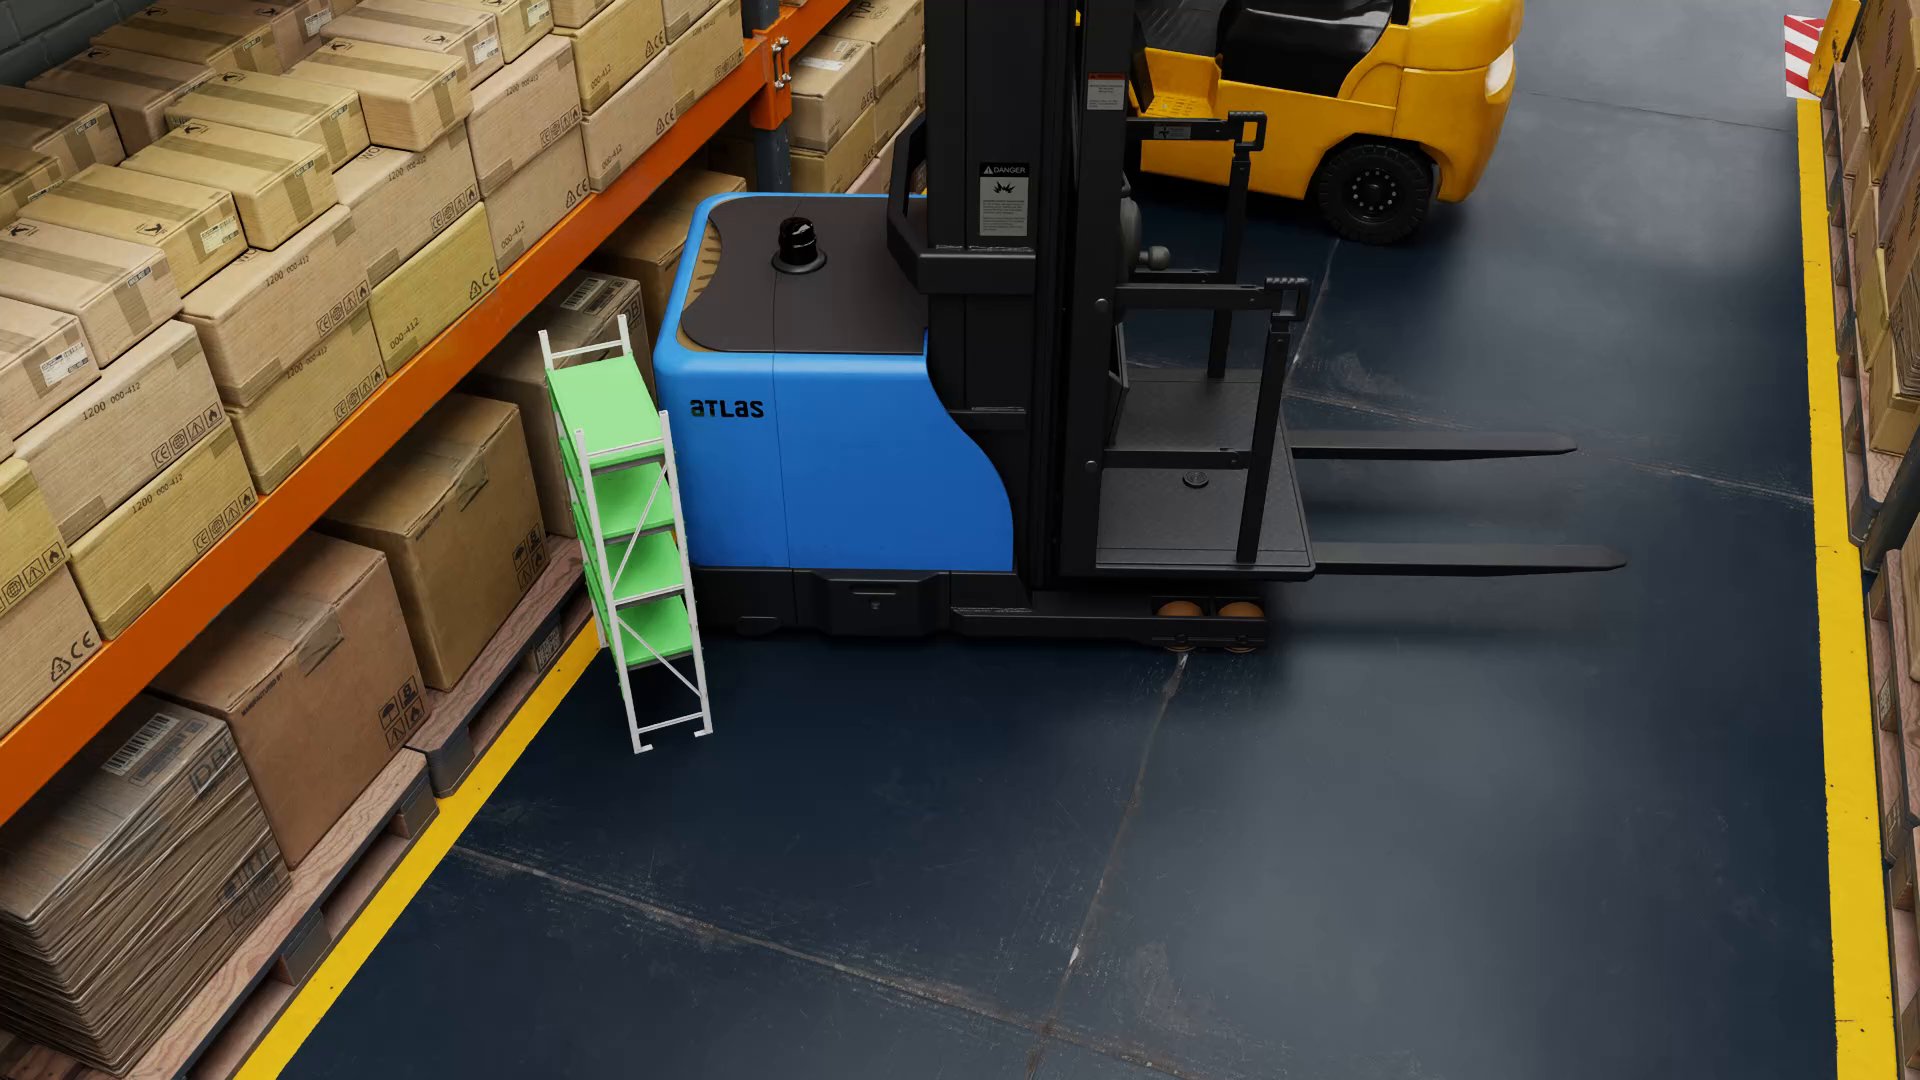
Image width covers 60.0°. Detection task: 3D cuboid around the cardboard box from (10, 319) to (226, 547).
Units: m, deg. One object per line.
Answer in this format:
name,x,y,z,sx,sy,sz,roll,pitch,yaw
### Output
cardboard box,-1.940,-0.273,3.489,0.500,0.250,0.500,15,43,16

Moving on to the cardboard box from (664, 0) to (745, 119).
cardboard box,-1.052,-1.635,5.471,0.500,0.250,0.500,14,42,16

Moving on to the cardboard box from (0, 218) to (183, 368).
cardboard box,-1.876,-0.520,3.471,0.380,0.149,0.250,14,42,16

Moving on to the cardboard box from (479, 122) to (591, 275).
cardboard box,-1.417,-1.031,4.763,0.500,0.250,0.500,14,42,15

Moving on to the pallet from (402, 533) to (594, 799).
pallet,-1.756,0.208,5.344,1.003,0.211,1.213,13,42,15

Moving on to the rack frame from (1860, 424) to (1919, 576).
rack frame,3.540,-0.958,4.562,1.000,3.000,0.127,13,42,15

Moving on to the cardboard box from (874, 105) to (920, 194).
cardboard box,-0.490,-1.706,7.234,0.500,0.250,0.500,12,42,14

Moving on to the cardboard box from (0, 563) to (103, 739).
cardboard box,-2.112,0.223,3.293,0.500,0.250,0.500,13,42,15

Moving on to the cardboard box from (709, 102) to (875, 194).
cardboard box,-0.670,-1.588,6.710,0.500,0.250,0.500,13,42,15

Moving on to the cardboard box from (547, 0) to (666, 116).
cardboard box,-1.222,-1.519,4.950,0.500,0.250,0.500,12,42,14

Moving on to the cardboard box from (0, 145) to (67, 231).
cardboard box,-2.261,-0.782,3.779,0.380,0.149,0.250,13,42,15

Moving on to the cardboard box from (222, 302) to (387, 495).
cardboard box,-1.766,-0.399,4.022,0.500,0.250,0.500,12,42,14

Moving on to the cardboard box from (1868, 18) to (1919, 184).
cardboard box,4.011,-1.728,6.681,0.500,0.500,0.500,14,42,16

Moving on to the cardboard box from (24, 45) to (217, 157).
cardboard box,-2.065,-1.087,4.136,0.380,0.149,0.250,14,43,16

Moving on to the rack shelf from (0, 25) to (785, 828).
rack shelf,-1.809,-0.564,4.654,1.077,0.370,4.000,13,42,15

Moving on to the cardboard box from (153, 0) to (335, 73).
cardboard box,-1.933,-1.410,4.514,0.380,0.149,0.250,13,42,15

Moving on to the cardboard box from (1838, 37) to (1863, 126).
cardboard box,4.372,-2.081,7.673,0.500,0.250,0.500,13,42,15

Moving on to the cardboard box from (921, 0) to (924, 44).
cardboard box,-0.321,-2.393,7.268,0.500,0.250,0.500,15,43,17

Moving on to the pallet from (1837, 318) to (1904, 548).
pallet,3.737,-0.315,5.956,1.003,0.211,1.213,13,42,15

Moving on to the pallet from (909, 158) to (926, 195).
pallet,-0.814,-1.473,7.313,1.003,0.211,1.213,13,42,15

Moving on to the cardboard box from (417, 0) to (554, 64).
cardboard box,-1.352,-1.450,4.562,0.380,0.149,0.250,12,42,14

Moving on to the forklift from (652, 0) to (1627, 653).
forklift,0.627,-1.106,4.788,3.031,2.935,1.130,1,40,1

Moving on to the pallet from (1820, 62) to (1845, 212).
pallet,4.571,-1.803,7.701,1.003,0.211,1.213,13,42,15

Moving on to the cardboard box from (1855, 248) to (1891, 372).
cardboard box,3.663,-0.819,6.194,0.500,0.250,0.500,12,42,14

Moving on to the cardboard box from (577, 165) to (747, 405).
cardboard box,-1.293,-0.993,6.109,0.875,0.625,0.625,15,43,17

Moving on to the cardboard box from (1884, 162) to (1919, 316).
cardboard box,3.663,-1.088,5.932,0.500,0.500,0.500,14,42,16

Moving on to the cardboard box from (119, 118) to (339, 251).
cardboard box,-1.676,-0.821,3.825,0.380,0.149,0.250,14,42,16

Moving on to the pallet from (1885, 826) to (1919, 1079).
pallet,2.860,1.324,4.035,1.003,0.211,1.213,13,42,15

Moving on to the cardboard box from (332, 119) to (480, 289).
cardboard box,-1.593,-0.905,4.230,0.500,0.250,0.500,14,42,16

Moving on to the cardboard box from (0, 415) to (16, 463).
cardboard box,-2.017,-0.195,3.090,0.380,0.149,0.250,14,42,16

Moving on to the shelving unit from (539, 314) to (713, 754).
shelving unit,-0.956,0.006,4.818,0.258,1.200,0.503,-14,43,-16

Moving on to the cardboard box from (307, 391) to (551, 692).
cardboard box,-1.821,-0.063,5.018,0.875,0.625,0.625,12,42,13

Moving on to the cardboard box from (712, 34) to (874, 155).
cardboard box,-0.665,-1.777,6.546,0.500,0.250,0.500,13,42,14

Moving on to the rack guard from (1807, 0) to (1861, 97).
rack guard,4.882,-2.401,8.179,1.175,0.500,0.348,13,42,15

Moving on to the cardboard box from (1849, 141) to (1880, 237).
cardboard box,4.016,-1.436,6.917,0.500,0.250,0.500,16,43,18

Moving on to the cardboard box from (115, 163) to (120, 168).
cardboard box,-2.254,-0.704,3.994,0.500,0.250,0.500,13,42,15

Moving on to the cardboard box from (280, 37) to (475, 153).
cardboard box,-1.461,-1.120,4.175,0.380,0.149,0.250,12,42,14

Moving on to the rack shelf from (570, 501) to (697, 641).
rack shelf,-0.956,0.055,4.859,0.258,0.148,0.480,-14,43,-16

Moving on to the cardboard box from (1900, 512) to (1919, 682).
cardboard box,3.363,0.202,4.903,0.950,0.372,0.625,14,42,16

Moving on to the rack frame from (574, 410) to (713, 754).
rack frame,-0.867,0.154,4.645,0.240,1.200,0.015,-14,43,-16

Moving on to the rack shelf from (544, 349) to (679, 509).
rack shelf,-0.956,-0.310,4.548,0.258,0.148,0.480,-14,43,-16

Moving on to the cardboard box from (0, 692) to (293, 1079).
cardboard box,-2.267,0.748,4.068,0.875,0.625,0.625,15,43,16

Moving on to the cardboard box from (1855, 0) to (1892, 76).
cardboard box,4.365,-2.352,7.412,0.500,0.500,0.500,12,42,14

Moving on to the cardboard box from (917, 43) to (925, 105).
cardboard box,-0.317,-2.200,7.427,0.500,0.250,0.500,13,42,15
